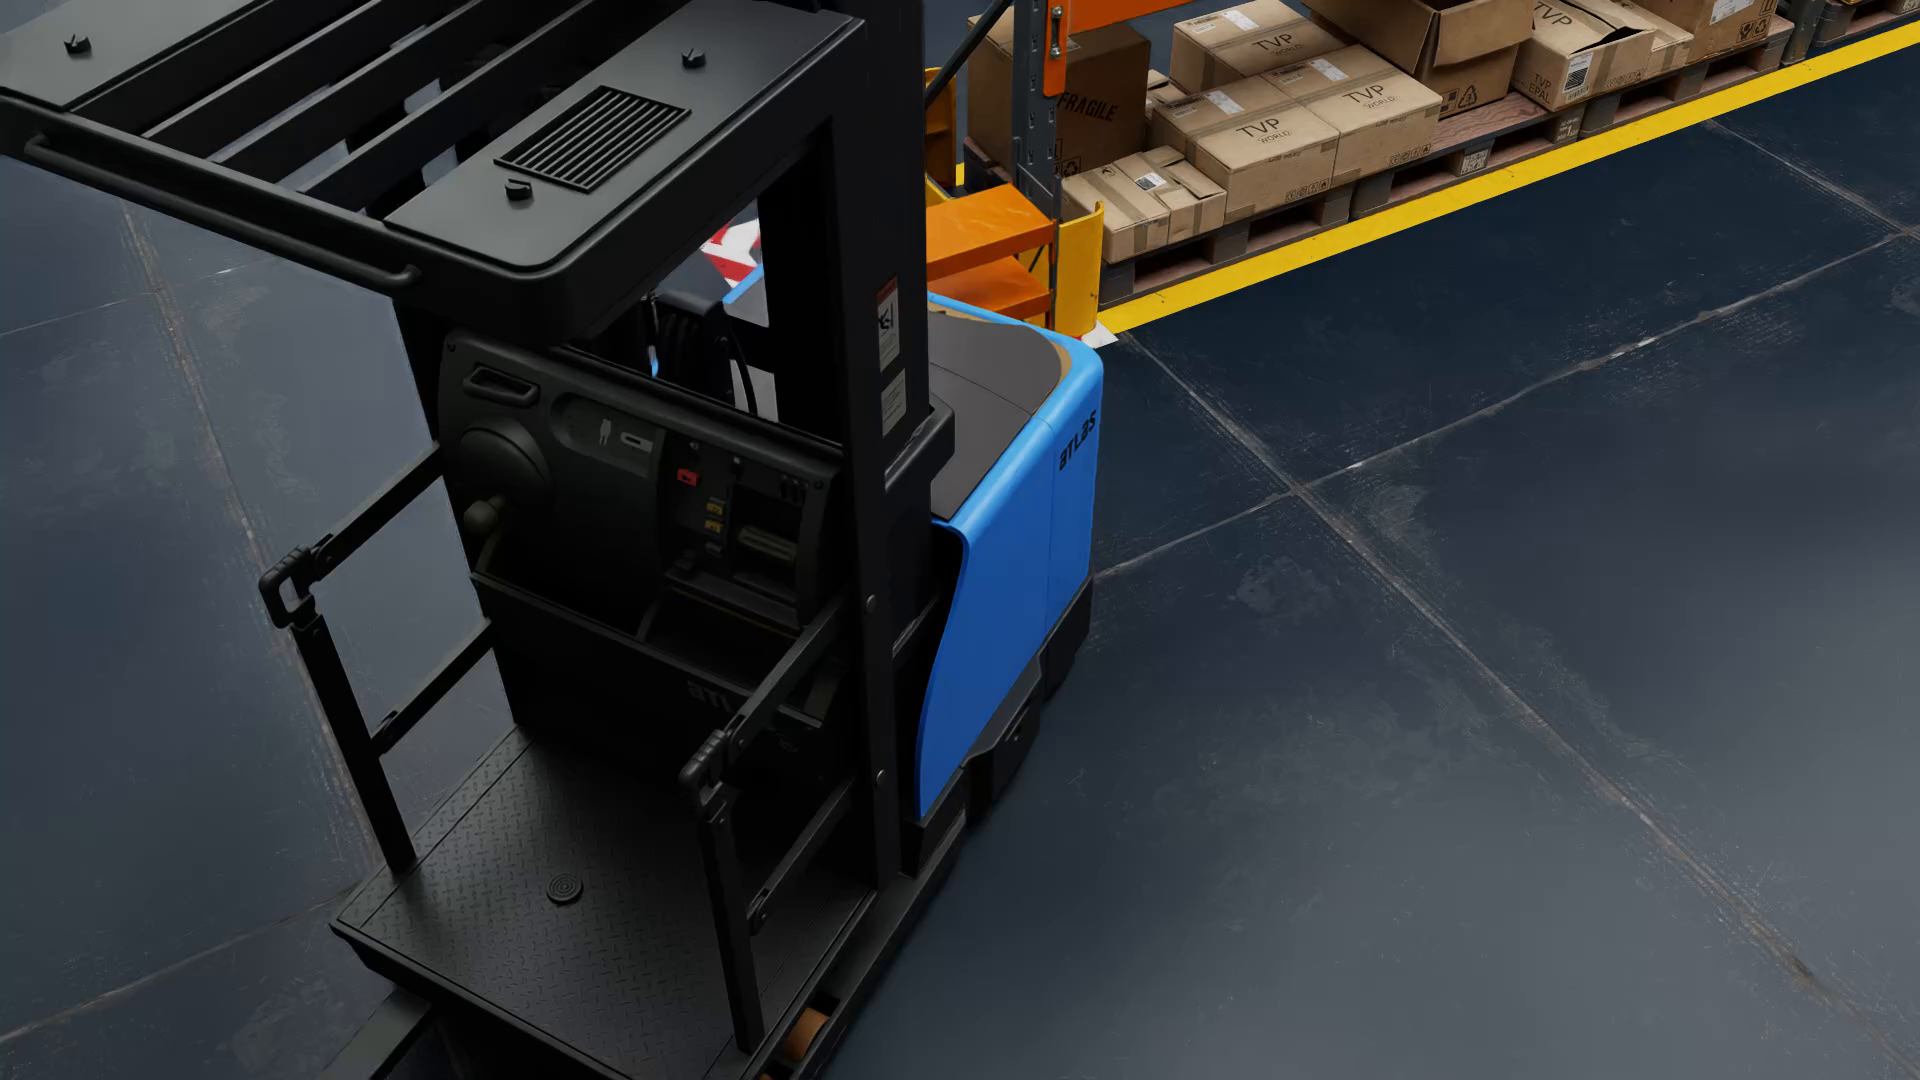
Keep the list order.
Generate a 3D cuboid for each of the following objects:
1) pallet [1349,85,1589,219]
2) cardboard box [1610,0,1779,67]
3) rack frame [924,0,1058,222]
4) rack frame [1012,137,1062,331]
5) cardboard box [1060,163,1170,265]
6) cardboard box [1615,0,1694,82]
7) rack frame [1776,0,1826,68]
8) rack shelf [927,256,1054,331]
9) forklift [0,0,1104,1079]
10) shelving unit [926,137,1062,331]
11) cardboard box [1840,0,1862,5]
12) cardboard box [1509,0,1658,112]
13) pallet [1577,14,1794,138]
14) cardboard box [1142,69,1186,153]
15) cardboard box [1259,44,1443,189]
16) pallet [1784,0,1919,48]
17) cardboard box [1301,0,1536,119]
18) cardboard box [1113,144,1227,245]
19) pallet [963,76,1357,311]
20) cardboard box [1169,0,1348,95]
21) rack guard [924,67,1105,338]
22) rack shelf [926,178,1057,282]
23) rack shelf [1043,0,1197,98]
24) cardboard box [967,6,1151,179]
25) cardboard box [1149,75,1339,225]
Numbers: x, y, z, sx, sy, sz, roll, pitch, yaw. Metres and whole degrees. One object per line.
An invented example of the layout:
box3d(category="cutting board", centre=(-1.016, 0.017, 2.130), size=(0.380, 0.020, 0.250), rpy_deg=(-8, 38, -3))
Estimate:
box3d(category="pallet", centre=(1.829, -1.841, 6.995), size=(1.213, 0.211, 1.003), rpy_deg=(-22, 48, -21))
box3d(category="cardboard box", centre=(3.132, -2.397, 7.045), size=(0.500, 0.500, 0.500), rpy_deg=(-22, 48, -21))
box3d(category="rack frame", centre=(0.016, -2.117, 5.278), size=(0.127, 3.000, 1.000), rpy_deg=(-22, 48, -21))
box3d(category="rack frame", centre=(0.215, -0.635, 5.042), size=(0.015, 1.200, 0.240), rpy_deg=(-21, 48, -20))
box3d(category="cardboard box", centre=(0.550, -1.190, 6.053), size=(0.250, 0.149, 0.380), rpy_deg=(-22, 48, -21))
box3d(category="cardboard box", centre=(2.836, -2.105, 6.996), size=(0.250, 0.149, 0.380), rpy_deg=(-22, 48, -21))
box3d(category="rack frame", centre=(3.484, -3.505, 6.708), size=(0.127, 3.000, 1.000), rpy_deg=(-22, 48, -21))
box3d(category="rack shelf", centre=(0.002, -0.665, 4.849), size=(0.480, 0.148, 0.258), rpy_deg=(-21, 48, -20))
box3d(category="forklift", centre=(-0.762, -0.028, 3.175), size=(1.130, 2.935, 3.031), rpy_deg=(21, 48, 20))
box3d(category="shelving unit", centre=(0.002, -0.553, 4.958), size=(0.503, 1.200, 0.258), rpy_deg=(-21, 48, -20))
box3d(category="cardboard box", centre=(4.025, -2.787, 7.447), size=(0.500, 0.500, 0.500), rpy_deg=(-24, 49, -23))
box3d(category="cardboard box", centre=(2.481, -2.069, 6.843), size=(0.500, 0.311, 0.500), rpy_deg=(-22, 48, -21))
box3d(category="pallet", centre=(2.888, -2.267, 7.434), size=(1.213, 0.211, 1.003), rpy_deg=(-22, 48, -21))
box3d(category="cardboard box", centre=(0.761, -1.682, 6.548), size=(0.250, 0.166, 0.380), rpy_deg=(-22, 48, -21))
box3d(category="cardboard box", centre=(1.496, -1.653, 6.458), size=(0.500, 0.250, 0.500), rpy_deg=(-22, 48, -21))
box3d(category="pallet", centre=(4.171, -2.809, 7.993), size=(1.213, 0.211, 1.003), rpy_deg=(-22, 48, -21))
box3d(category="cardboard box", centre=(1.858, -2.112, 6.749), size=(0.637, 0.503, 0.797), rpy_deg=(-22, 48, -21))
box3d(category="cardboard box", centre=(0.767, -1.283, 6.137), size=(0.250, 0.166, 0.380), rpy_deg=(-22, 48, -21))
box3d(category="pallet", centre=(0.773, -1.420, 6.562), size=(1.213, 0.211, 1.003), rpy_deg=(-22, 48, -21))
box3d(category="cardboard box", centre=(1.203, -1.937, 6.751), size=(0.500, 0.250, 0.500), rpy_deg=(-22, 48, -21))
box3d(category="rack guard", centre=(0.082, -1.247, 6.176), size=(0.348, 0.500, 1.175), rpy_deg=(-22, 48, -21))
box3d(category="rack shelf", centre=(0.002, -0.835, 4.684), size=(0.480, 0.148, 0.258), rpy_deg=(-21, 48, -20))
box3d(category="rack shelf", centre=(1.750, -2.553, 6.243), size=(4.000, 0.370, 1.077), rpy_deg=(-22, 48, -21))
box3d(category="cardboard box", centre=(0.365, -1.716, 6.343), size=(0.500, 0.500, 0.500), rpy_deg=(-22, 48, -21))
box3d(category="cardboard box", centre=(1.062, -1.479, 6.279), size=(0.500, 0.250, 0.500), rpy_deg=(-22, 48, -21))
